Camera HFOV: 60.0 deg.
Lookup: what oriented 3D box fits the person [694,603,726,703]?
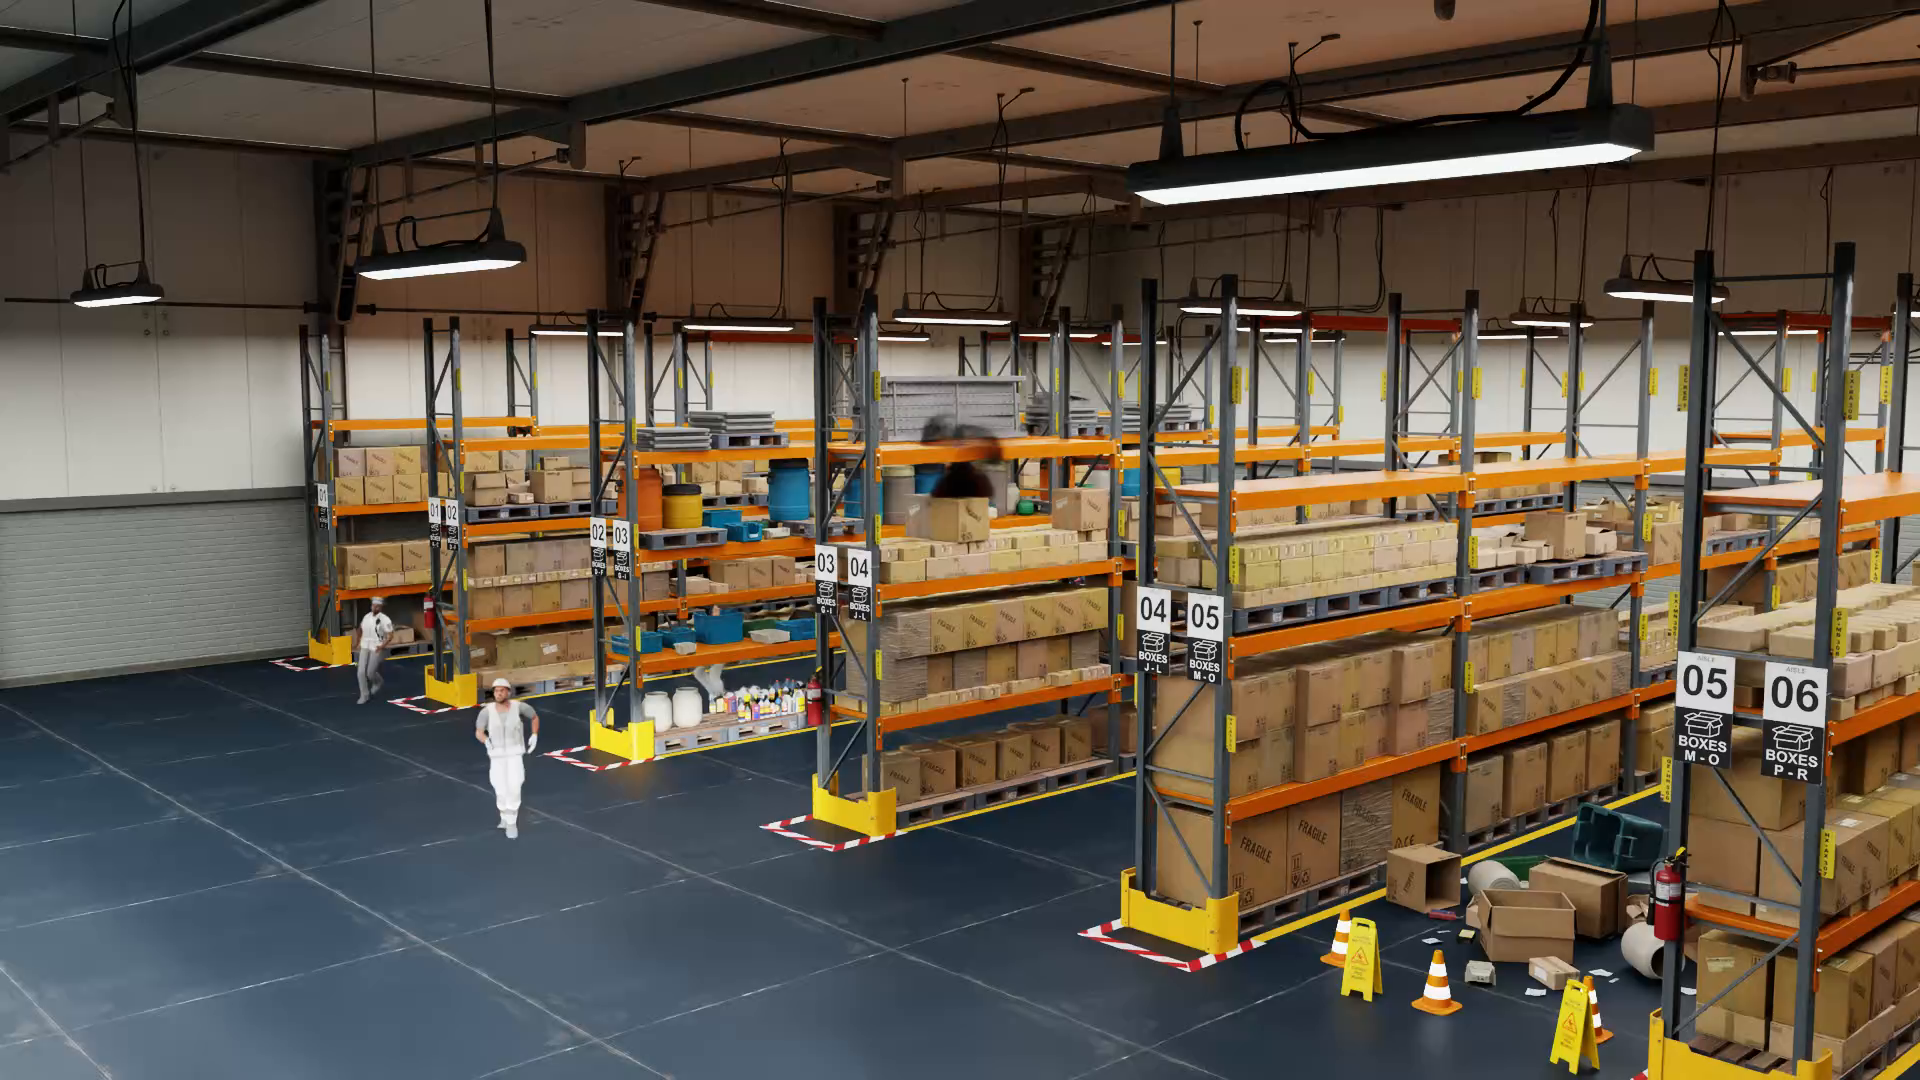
[{"bbox_3d":[-3.776,1.767,25.607,0.539,1.616,0.580,-5,8,-42],"label":"person"}]

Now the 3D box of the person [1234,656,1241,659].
[{"bbox_3d":[3.191,2.135,19.464,0.583,1.604,0.552,4,7,34],"label":"person"}]

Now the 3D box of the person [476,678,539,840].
[{"bbox_3d":[-5.049,2.423,18.527,0.668,1.785,0.724,-1,6,-7],"label":"person"}]

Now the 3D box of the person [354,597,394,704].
[{"bbox_3d":[-9.230,1.719,26.146,0.627,1.669,0.600,1,6,10],"label":"person"}]
